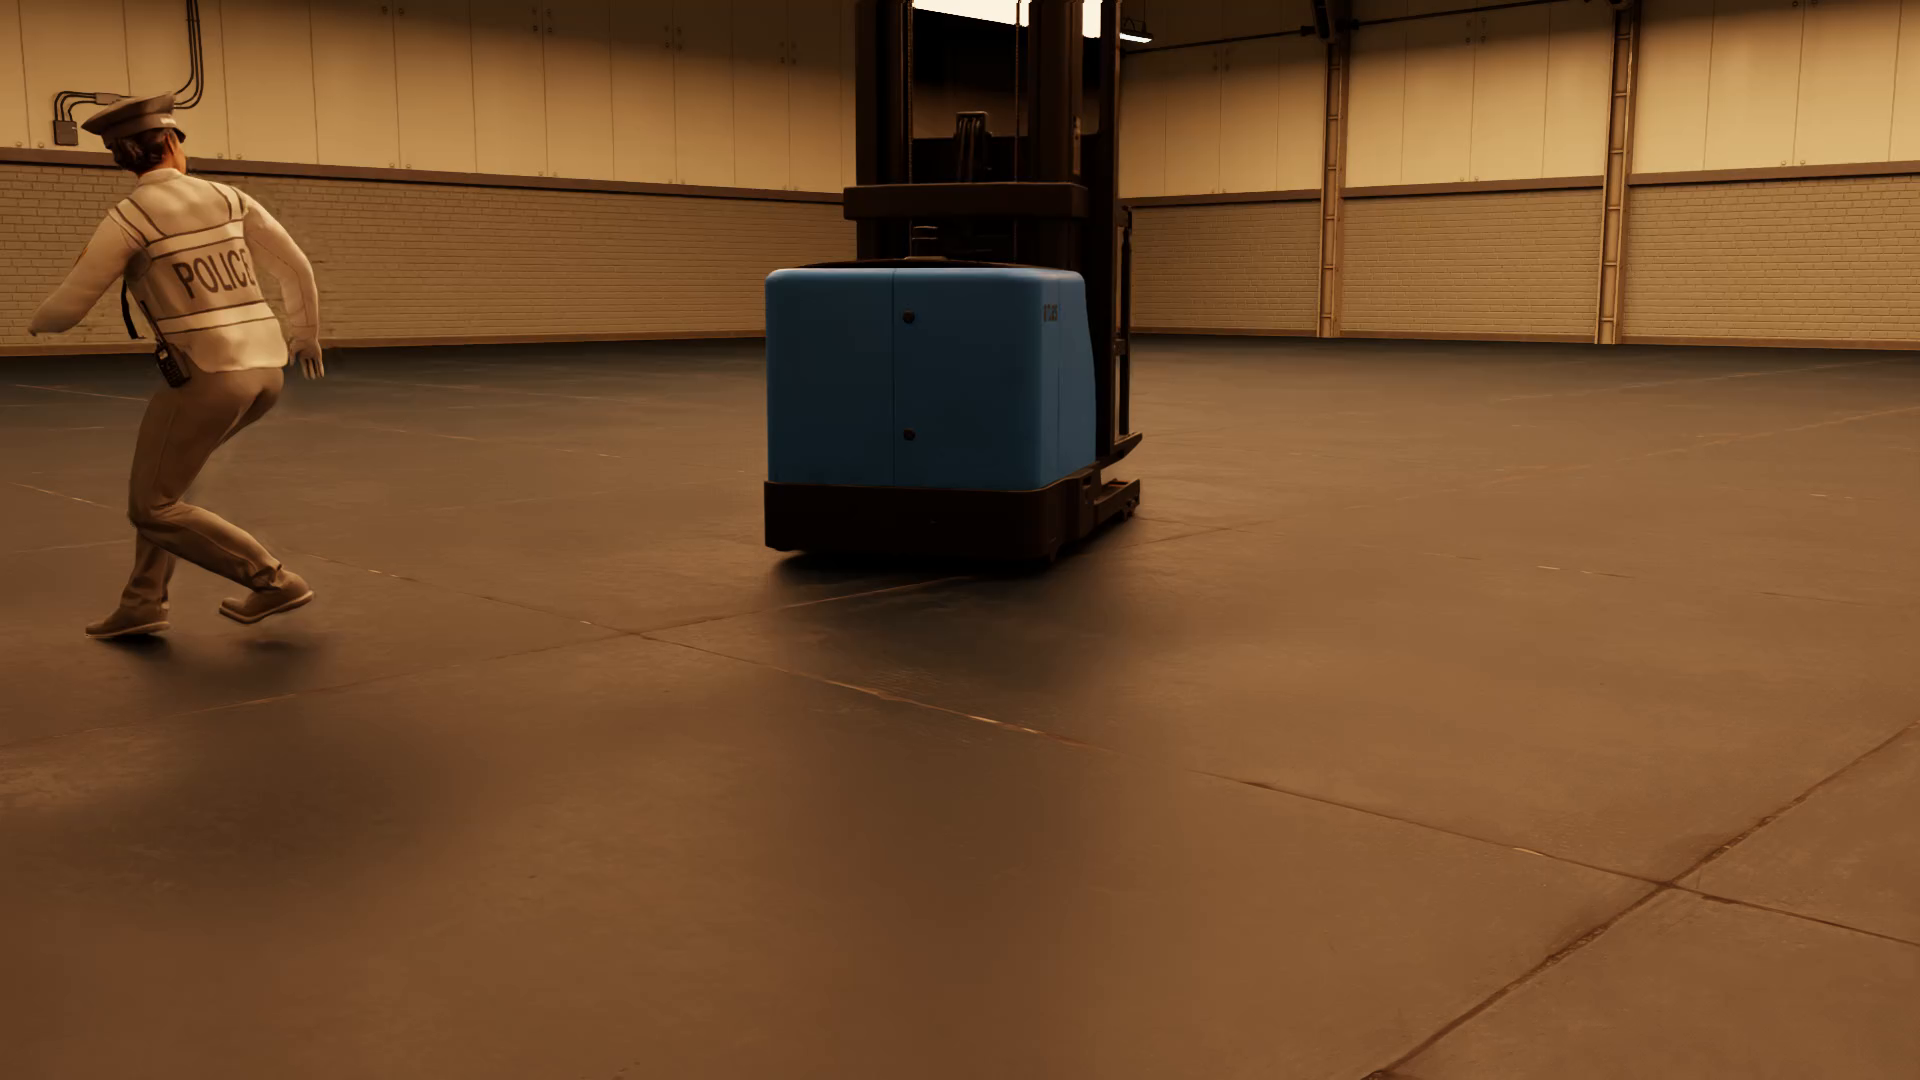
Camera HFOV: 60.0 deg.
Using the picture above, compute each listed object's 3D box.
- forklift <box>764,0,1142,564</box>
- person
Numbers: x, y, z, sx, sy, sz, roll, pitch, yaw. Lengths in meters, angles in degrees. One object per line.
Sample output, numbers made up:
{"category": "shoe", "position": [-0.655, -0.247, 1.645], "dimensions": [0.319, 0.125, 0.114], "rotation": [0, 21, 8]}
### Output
{"category": "forklift", "position": [0.183, -1.544, 7.127], "dimensions": [1.130, 2.935, 3.031], "rotation": [2, 9, 16]}
{"category": "person", "position": [-2.257, -0.491, 4.851], "dimensions": [0.787, 1.556, 0.801], "rotation": [2, 9, 15]}
